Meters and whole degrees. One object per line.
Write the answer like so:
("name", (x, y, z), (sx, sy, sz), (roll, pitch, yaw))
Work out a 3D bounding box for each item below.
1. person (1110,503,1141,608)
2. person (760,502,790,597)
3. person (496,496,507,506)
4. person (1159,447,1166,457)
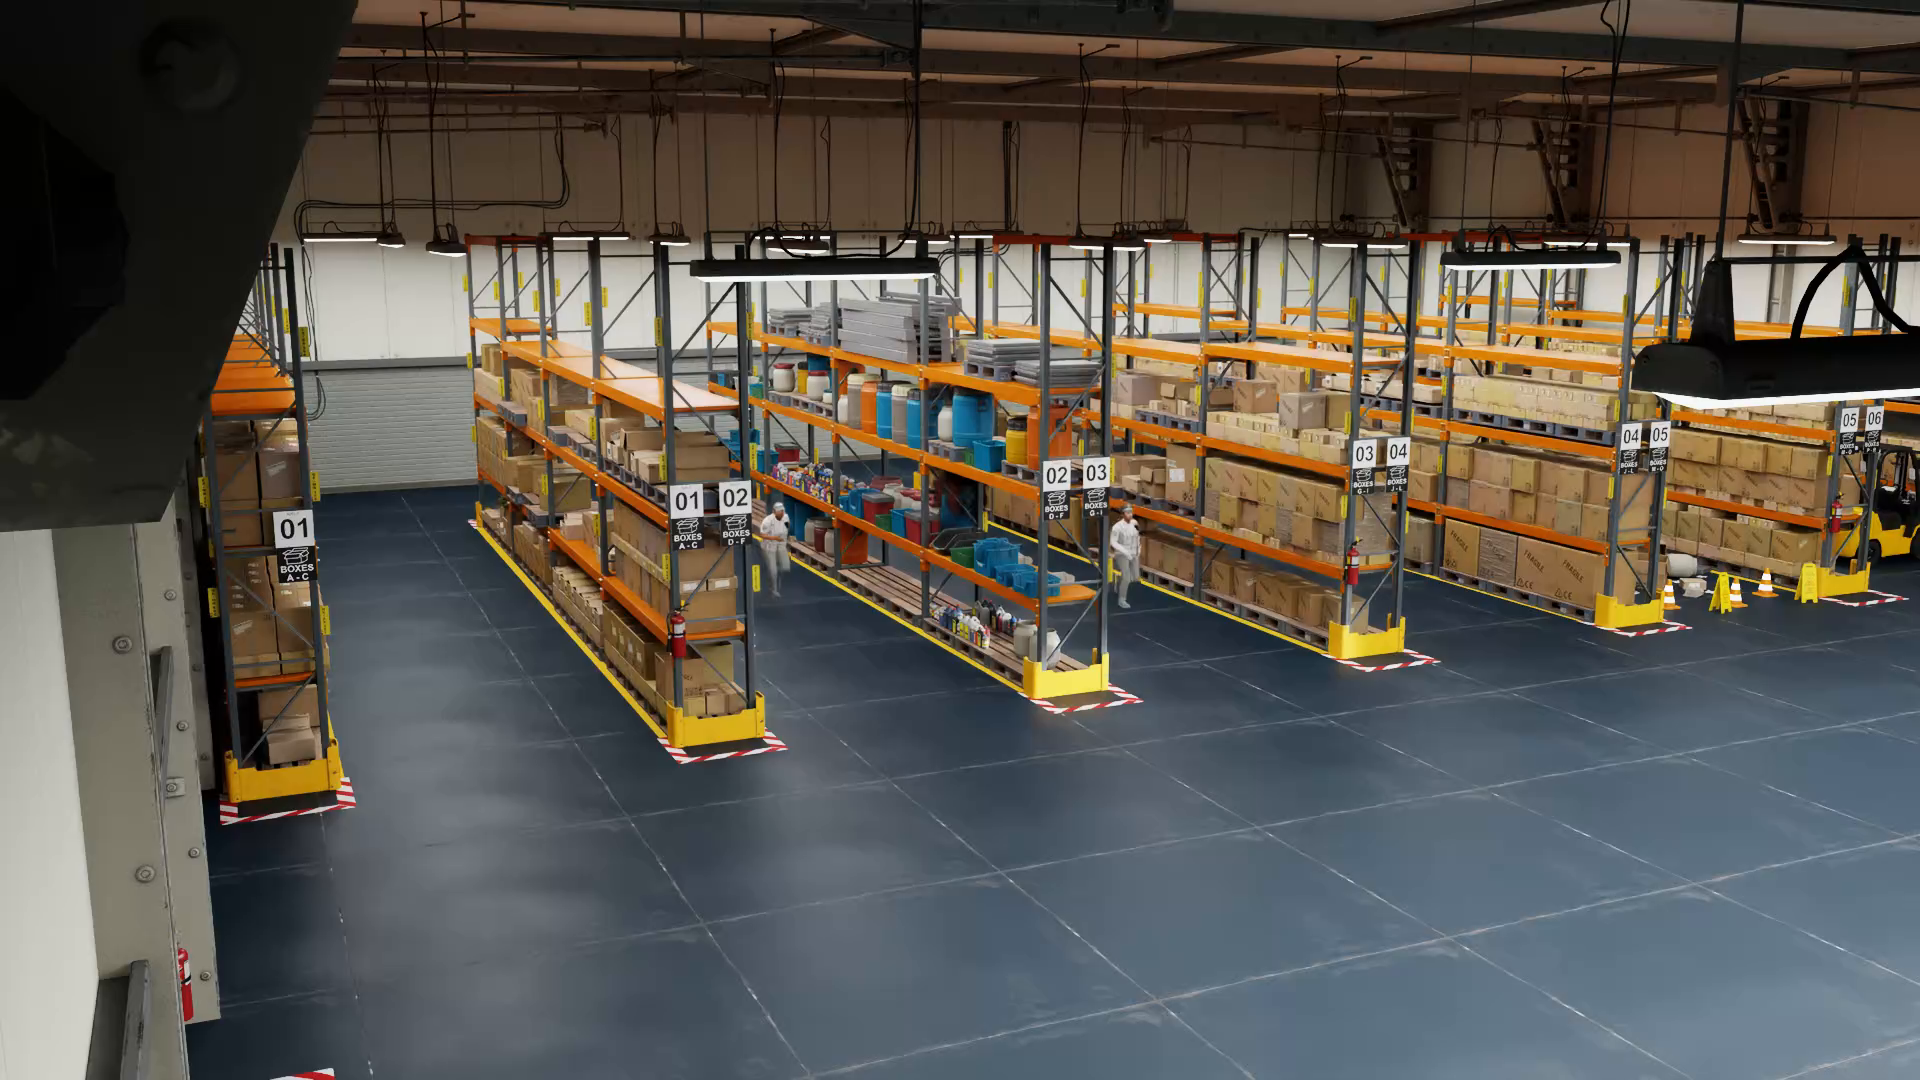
("person", (2.608, 0.231, 26.066), (0.632, 1.670, 0.621), (-6, 13, -30))
("person", (-2.936, 0.154, 26.748), (0.593, 1.586, 0.665), (-6, 12, -28))
("person", (-9.675, -1.383, 35.833), (0.672, 1.709, 0.678), (-2, 11, -12))
("person", (5.175, -2.452, 41.372), (0.622, 1.622, 0.953), (-8, 14, -36))
